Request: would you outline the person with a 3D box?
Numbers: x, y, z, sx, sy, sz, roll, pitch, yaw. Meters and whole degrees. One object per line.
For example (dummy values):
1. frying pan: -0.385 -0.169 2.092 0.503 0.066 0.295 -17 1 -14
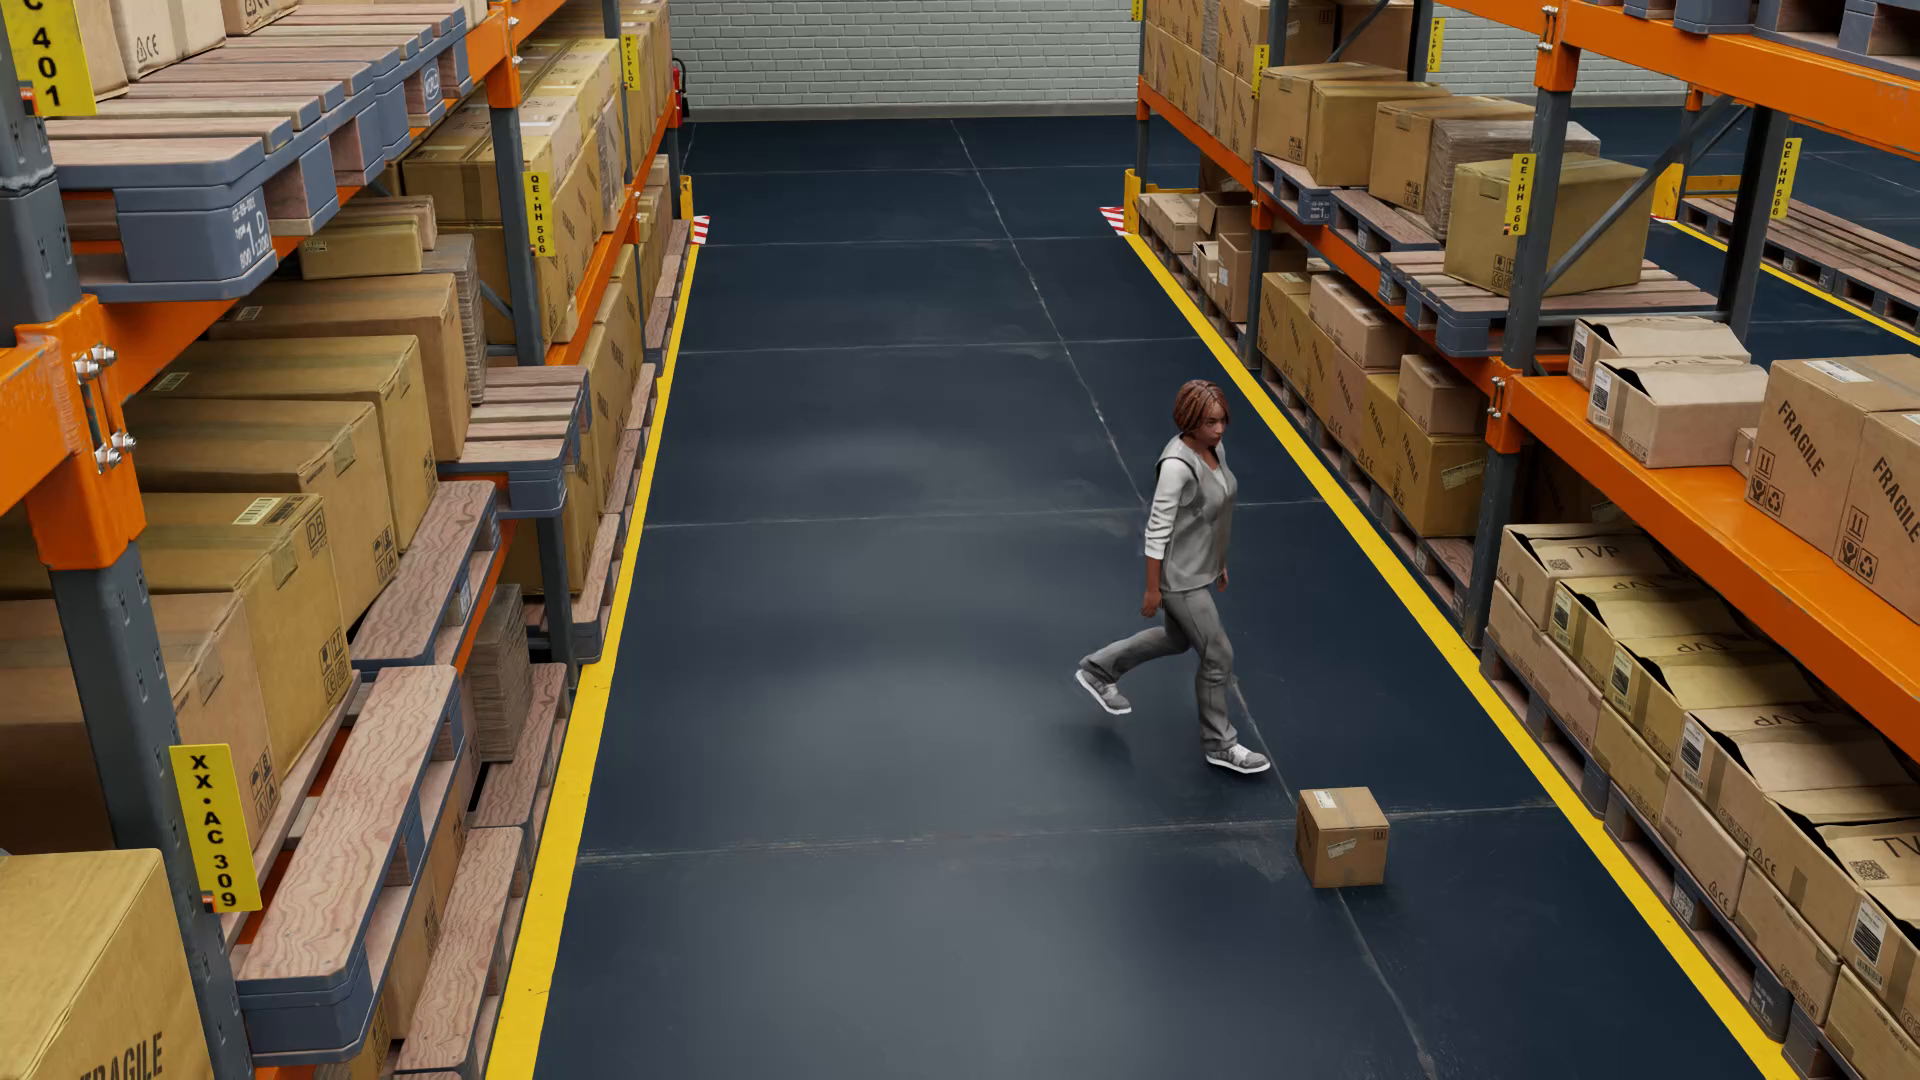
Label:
1. person: 0.826 0.120 6.332 0.856 1.559 0.417 10 26 22
